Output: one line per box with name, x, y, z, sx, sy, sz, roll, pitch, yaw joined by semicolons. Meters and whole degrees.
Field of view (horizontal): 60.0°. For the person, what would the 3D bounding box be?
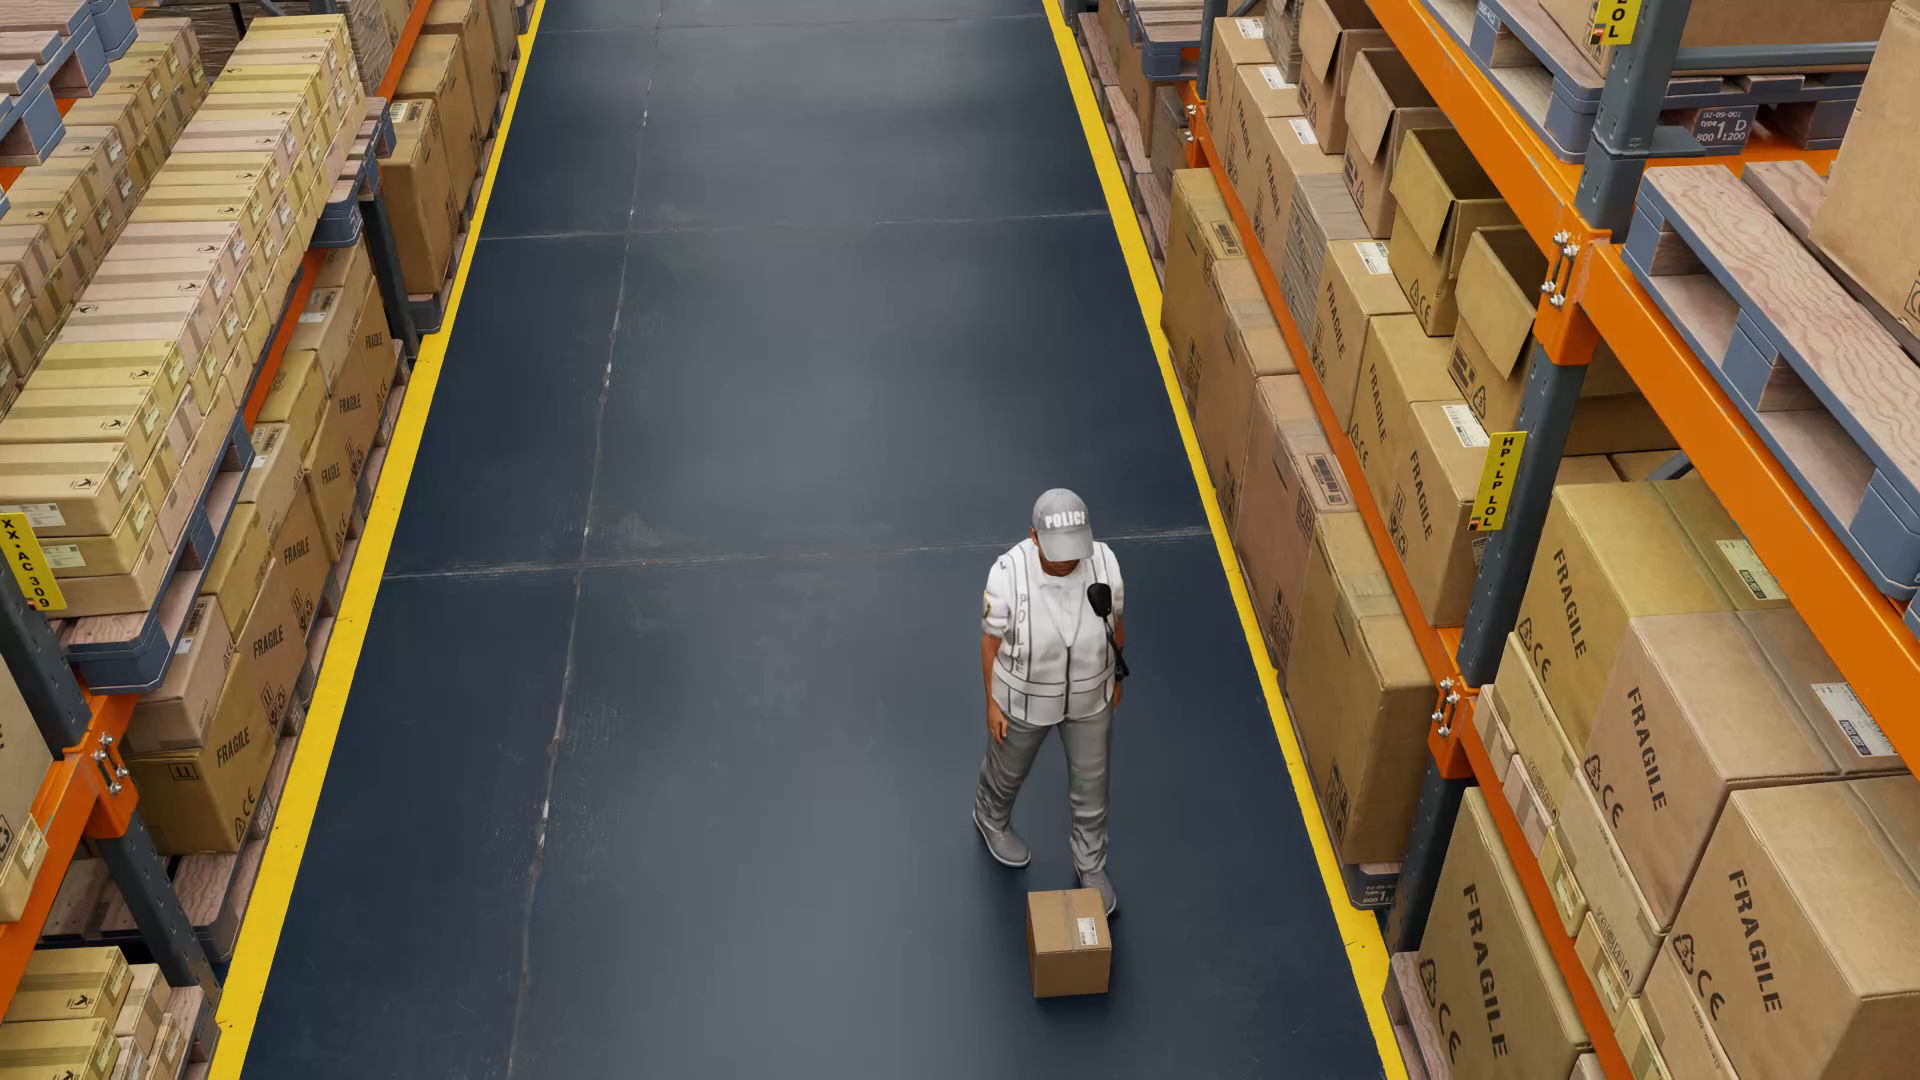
person;0.325;0.539;5.499;0.487;1.673;0.583;-8;40;-9
